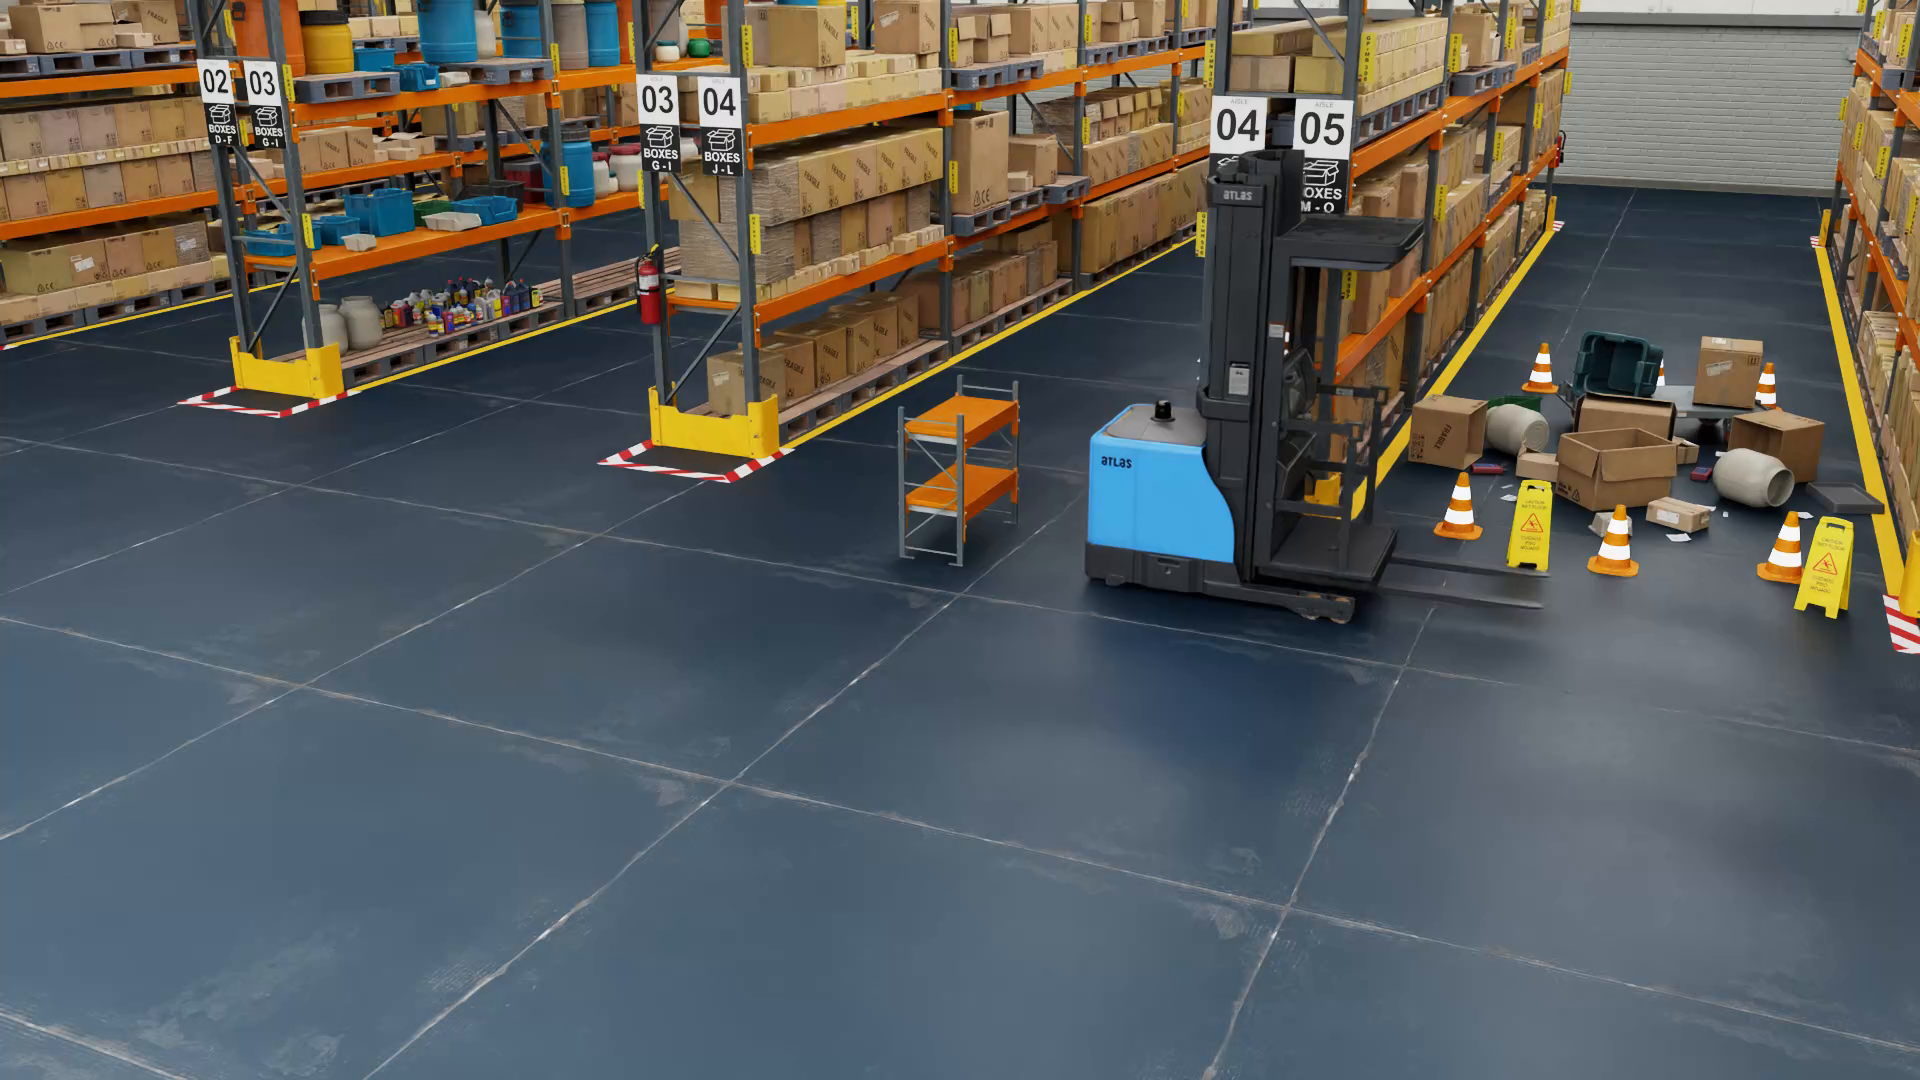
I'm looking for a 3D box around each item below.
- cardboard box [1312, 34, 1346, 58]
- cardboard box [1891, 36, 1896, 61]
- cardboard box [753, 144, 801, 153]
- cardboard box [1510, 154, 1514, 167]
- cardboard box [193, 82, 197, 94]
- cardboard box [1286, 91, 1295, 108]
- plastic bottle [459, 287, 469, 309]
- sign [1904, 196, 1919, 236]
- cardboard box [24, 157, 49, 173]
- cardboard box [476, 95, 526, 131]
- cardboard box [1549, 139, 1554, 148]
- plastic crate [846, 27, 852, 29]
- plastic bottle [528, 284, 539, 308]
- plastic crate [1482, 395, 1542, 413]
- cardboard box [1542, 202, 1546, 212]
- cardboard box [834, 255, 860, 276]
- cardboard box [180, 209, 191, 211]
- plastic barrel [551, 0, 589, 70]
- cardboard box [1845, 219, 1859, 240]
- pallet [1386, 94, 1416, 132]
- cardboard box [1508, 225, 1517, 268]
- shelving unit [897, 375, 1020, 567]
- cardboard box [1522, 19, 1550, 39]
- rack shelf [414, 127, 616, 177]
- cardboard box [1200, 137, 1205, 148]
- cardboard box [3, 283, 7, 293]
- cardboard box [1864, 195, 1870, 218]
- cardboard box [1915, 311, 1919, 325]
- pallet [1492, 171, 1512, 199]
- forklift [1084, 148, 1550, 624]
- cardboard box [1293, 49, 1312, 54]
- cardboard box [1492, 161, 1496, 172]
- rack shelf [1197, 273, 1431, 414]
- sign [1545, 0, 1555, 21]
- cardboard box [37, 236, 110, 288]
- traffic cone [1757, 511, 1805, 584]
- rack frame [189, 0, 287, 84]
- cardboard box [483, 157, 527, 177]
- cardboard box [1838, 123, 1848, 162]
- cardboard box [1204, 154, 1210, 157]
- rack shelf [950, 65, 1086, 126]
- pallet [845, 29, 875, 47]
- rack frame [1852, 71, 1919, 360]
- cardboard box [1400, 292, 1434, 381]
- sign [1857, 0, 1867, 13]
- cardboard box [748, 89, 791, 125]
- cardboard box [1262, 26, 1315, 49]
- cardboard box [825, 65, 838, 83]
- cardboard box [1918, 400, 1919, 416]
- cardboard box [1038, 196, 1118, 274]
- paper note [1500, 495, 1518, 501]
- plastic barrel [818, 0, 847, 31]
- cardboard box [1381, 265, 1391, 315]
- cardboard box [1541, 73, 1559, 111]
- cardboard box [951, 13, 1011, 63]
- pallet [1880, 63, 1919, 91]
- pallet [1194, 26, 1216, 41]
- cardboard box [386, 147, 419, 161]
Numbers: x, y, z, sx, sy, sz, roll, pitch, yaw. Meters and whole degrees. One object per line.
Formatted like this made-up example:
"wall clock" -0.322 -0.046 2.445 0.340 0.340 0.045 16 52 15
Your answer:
"cardboard box" 2.702 -3.482 11.717 0.380 0.149 0.250 9 21 23
"cardboard box" 10.353 -5.323 18.056 0.396 0.266 0.258 8 21 21
"cardboard box" -1.802 -3.386 15.429 0.500 0.500 0.500 9 21 23
"cardboard box" 6.997 -4.952 21.666 0.380 0.149 0.250 8 21 23
"cardboard box" -12.057 -7.367 26.964 0.500 0.250 0.500 9 22 24
"cardboard box" 2.310 -3.352 12.540 0.380 0.149 0.250 9 21 24
"plastic bottle" -5.748 -2.793 19.262 0.097 0.271 0.097 0 20 0
"sign" 7.962 -2.704 13.866 0.100 0.325 0.005 9 21 23
"cardboard box" -10.573 -4.257 18.846 0.380 0.149 0.250 8 21 22
"cardboard box" -7.265 -6.732 26.146 0.700 0.500 0.500 13 23 33
"cardboard box" 8.951 -6.143 25.640 0.380 0.149 0.250 9 21 23
"plastic crate" -1.916 -8.052 26.474 0.450 0.188 0.662 9 21 23
"plastic bottle" -4.985 -2.857 19.424 0.061 0.283 0.133 10 22 25
"plastic crate" 5.037 -1.201 15.479 0.662 0.188 0.450 -14 14 -33
"cardboard box" 8.871 -5.194 25.781 0.380 0.149 0.250 8 21 21
"cardboard box" -1.172 -2.601 15.681 0.380 0.149 0.250 9 21 23
"cardboard box" -12.737 -5.507 26.550 0.700 0.500 0.500 9 21 23
"plastic barrel" -4.811 -6.157 20.080 0.600 0.901 0.600 0 20 0
"cardboard box" 12.838 -4.246 23.127 0.875 0.438 0.875 9 22 24
"pallet" 3.067 -3.482 13.440 1.003 0.211 1.213 9 21 23
"cardboard box" 7.116 -3.936 22.164 0.500 0.500 0.500 8 21 22
"shelving unit" 0.003 -0.532 12.286 0.538 1.125 1.048 9 21 23
"cardboard box" 7.605 -6.869 22.309 0.500 0.250 0.500 9 22 24
"rack shelf" -7.150 -6.298 26.776 1.077 0.370 4.000 9 21 23
"cardboard box" 3.555 -6.134 25.616 0.380 0.149 0.250 8 21 22
"cardboard box" -11.101 -2.842 19.459 0.500 0.250 0.500 9 21 23
"cardboard box" 10.494 -3.735 18.719 0.500 0.250 0.500 8 21 22
"cardboard box" 7.993 -1.828 13.507 0.380 0.149 0.250 9 22 24
"pallet" 6.324 -4.474 20.860 1.003 0.211 1.213 9 21 23
"forklift" 2.437 -1.034 11.003 3.031 2.935 1.130 8 21 21
"cardboard box" 2.426 -3.577 12.578 0.500 0.250 0.500 9 21 23
"cardboard box" 6.250 -4.536 20.052 0.380 0.149 0.250 9 21 23
"rack shelf" 3.094 -1.781 14.074 1.077 0.370 4.000 9 21 23
"sign" 7.697 -6.944 21.682 0.100 0.325 0.005 9 21 23
"cardboard box" -10.426 -3.277 19.565 0.500 0.500 0.500 9 21 23
"traffic cone" 5.831 0.027 11.703 0.336 0.463 0.334 9 21 23
"rack frame" -6.727 -5.726 15.140 1.000 3.000 0.127 9 21 23
"cardboard box" -7.366 -6.058 26.981 0.500 0.250 0.500 8 21 22
"cardboard box" 12.926 -5.691 23.845 0.500 0.500 0.500 8 21 22
"cardboard box" 3.781 -5.823 26.910 0.875 0.875 0.875 9 21 23
"rack shelf" 0.248 -5.128 19.010 1.077 0.370 4.000 9 21 23
"pallet" -2.045 -7.639 25.278 1.213 0.211 1.003 9 21 23
"rack frame" 10.108 -3.306 17.287 1.000 3.000 0.127 9 21 23
"cardboard box" 4.085 -2.071 16.547 1.050 0.750 0.750 8 21 22
"sign" 12.880 -7.692 23.721 0.100 0.325 0.005 9 21 23
"cardboard box" -1.776 -3.674 14.071 0.500 0.250 0.500 9 22 24
"cardboard box" 2.520 -3.884 12.845 0.380 0.149 0.250 9 21 23
"cardboard box" -1.321 -4.196 14.942 0.380 0.149 0.250 8 21 20
"cardboard box" 7.227 -0.980 12.138 0.380 0.149 0.250 10 22 25
"cardboard box" 1.369 -4.070 21.982 1.225 0.875 0.875 8 21 20
"paper note" 4.449 -0.342 13.389 0.144 0.017 0.142 18 26 41
"plastic barrel" -2.002 -7.961 24.993 0.600 0.588 0.600 0 20 0
"cardboard box" 3.114 -2.192 13.931 0.875 0.550 0.500 9 21 23
"cardboard box" 8.454 -6.569 24.378 0.500 0.500 0.500 10 22 25
"cardboard box" 0.097 -5.521 18.258 0.797 0.503 0.637 10 22 25
"pallet" 10.324 -4.834 17.390 1.213 0.211 1.003 10 22 25
"pallet" 3.551 -7.880 25.806 1.003 0.211 1.213 9 21 23
"cardboard box" -8.085 -5.595 24.099 0.380 0.149 0.250 9 21 23
